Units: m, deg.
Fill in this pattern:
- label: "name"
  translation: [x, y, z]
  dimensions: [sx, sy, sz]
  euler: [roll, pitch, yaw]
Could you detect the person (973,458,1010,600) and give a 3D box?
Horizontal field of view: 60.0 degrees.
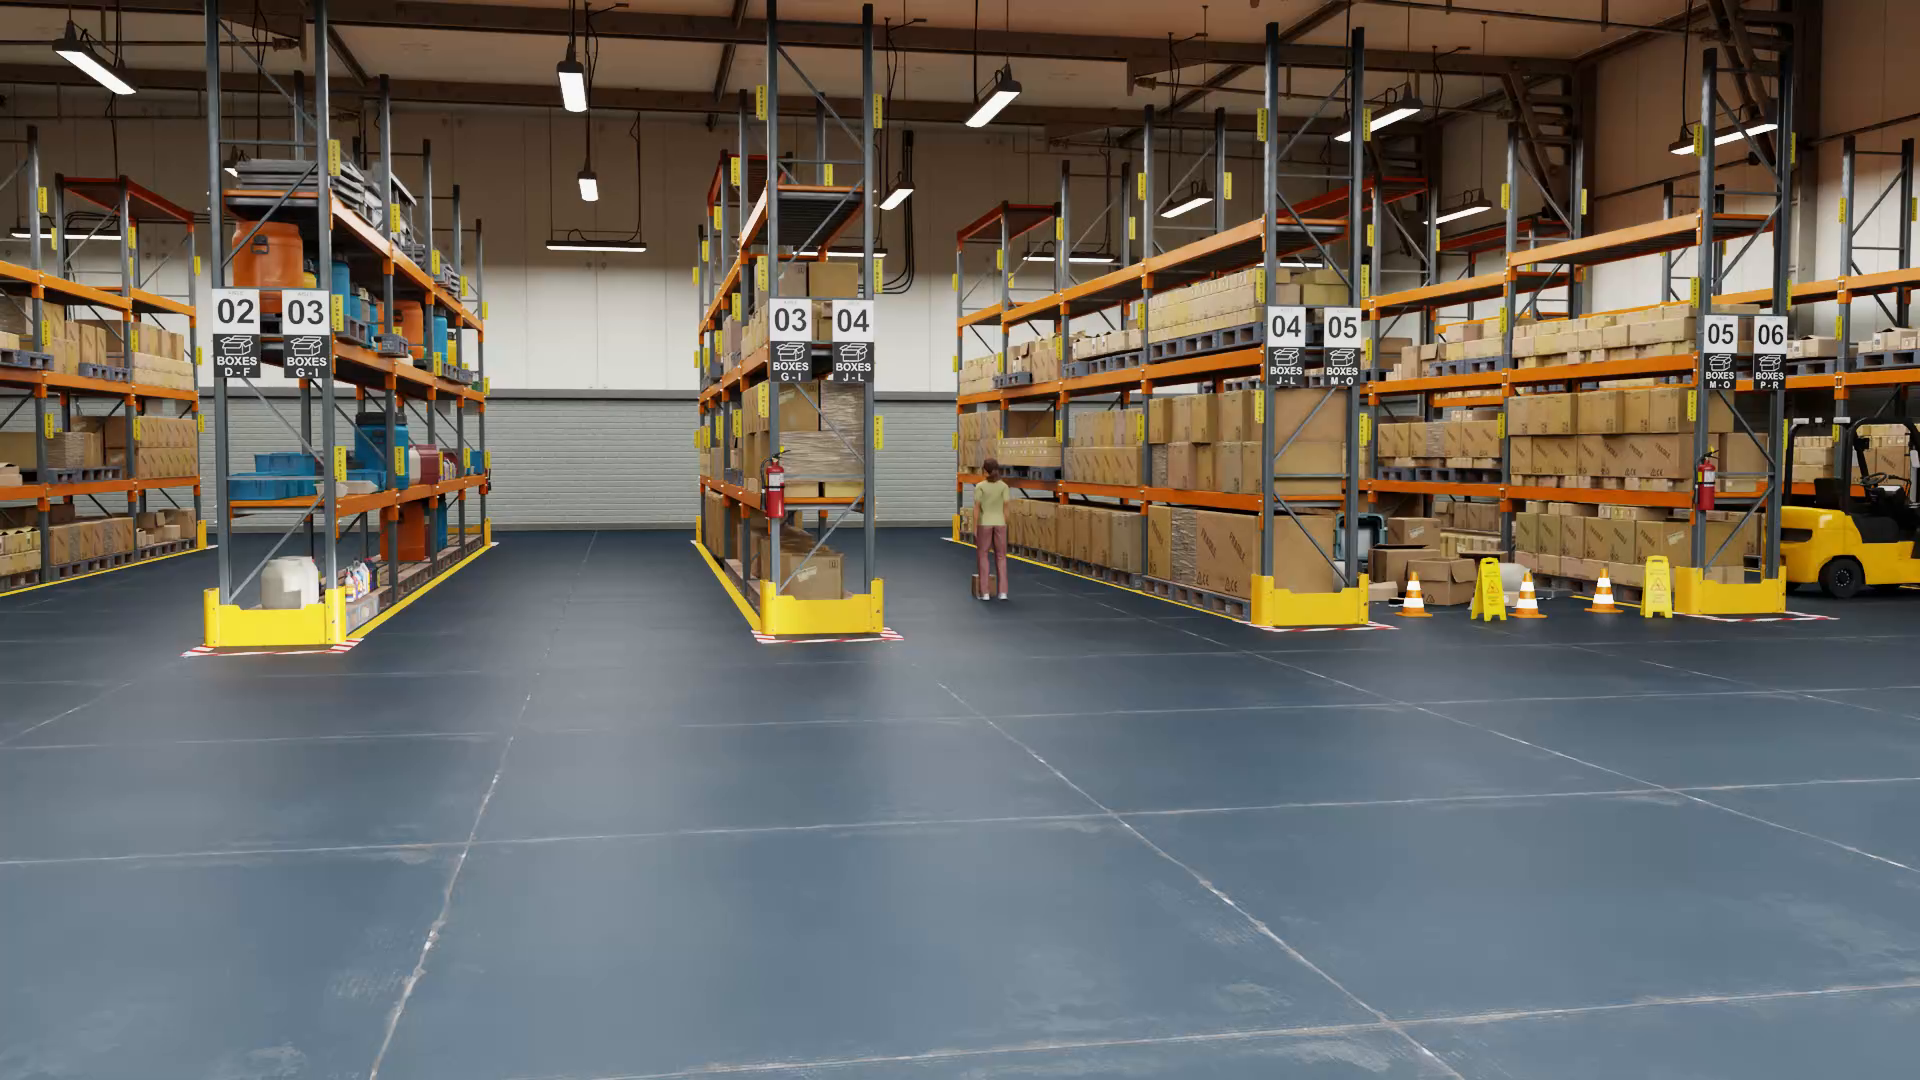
- label: "person"
  translation: [0.365, -0.125, 19.593]
  dimensions: [0.443, 1.680, 0.362]
  euler: [-1, 3, -10]
